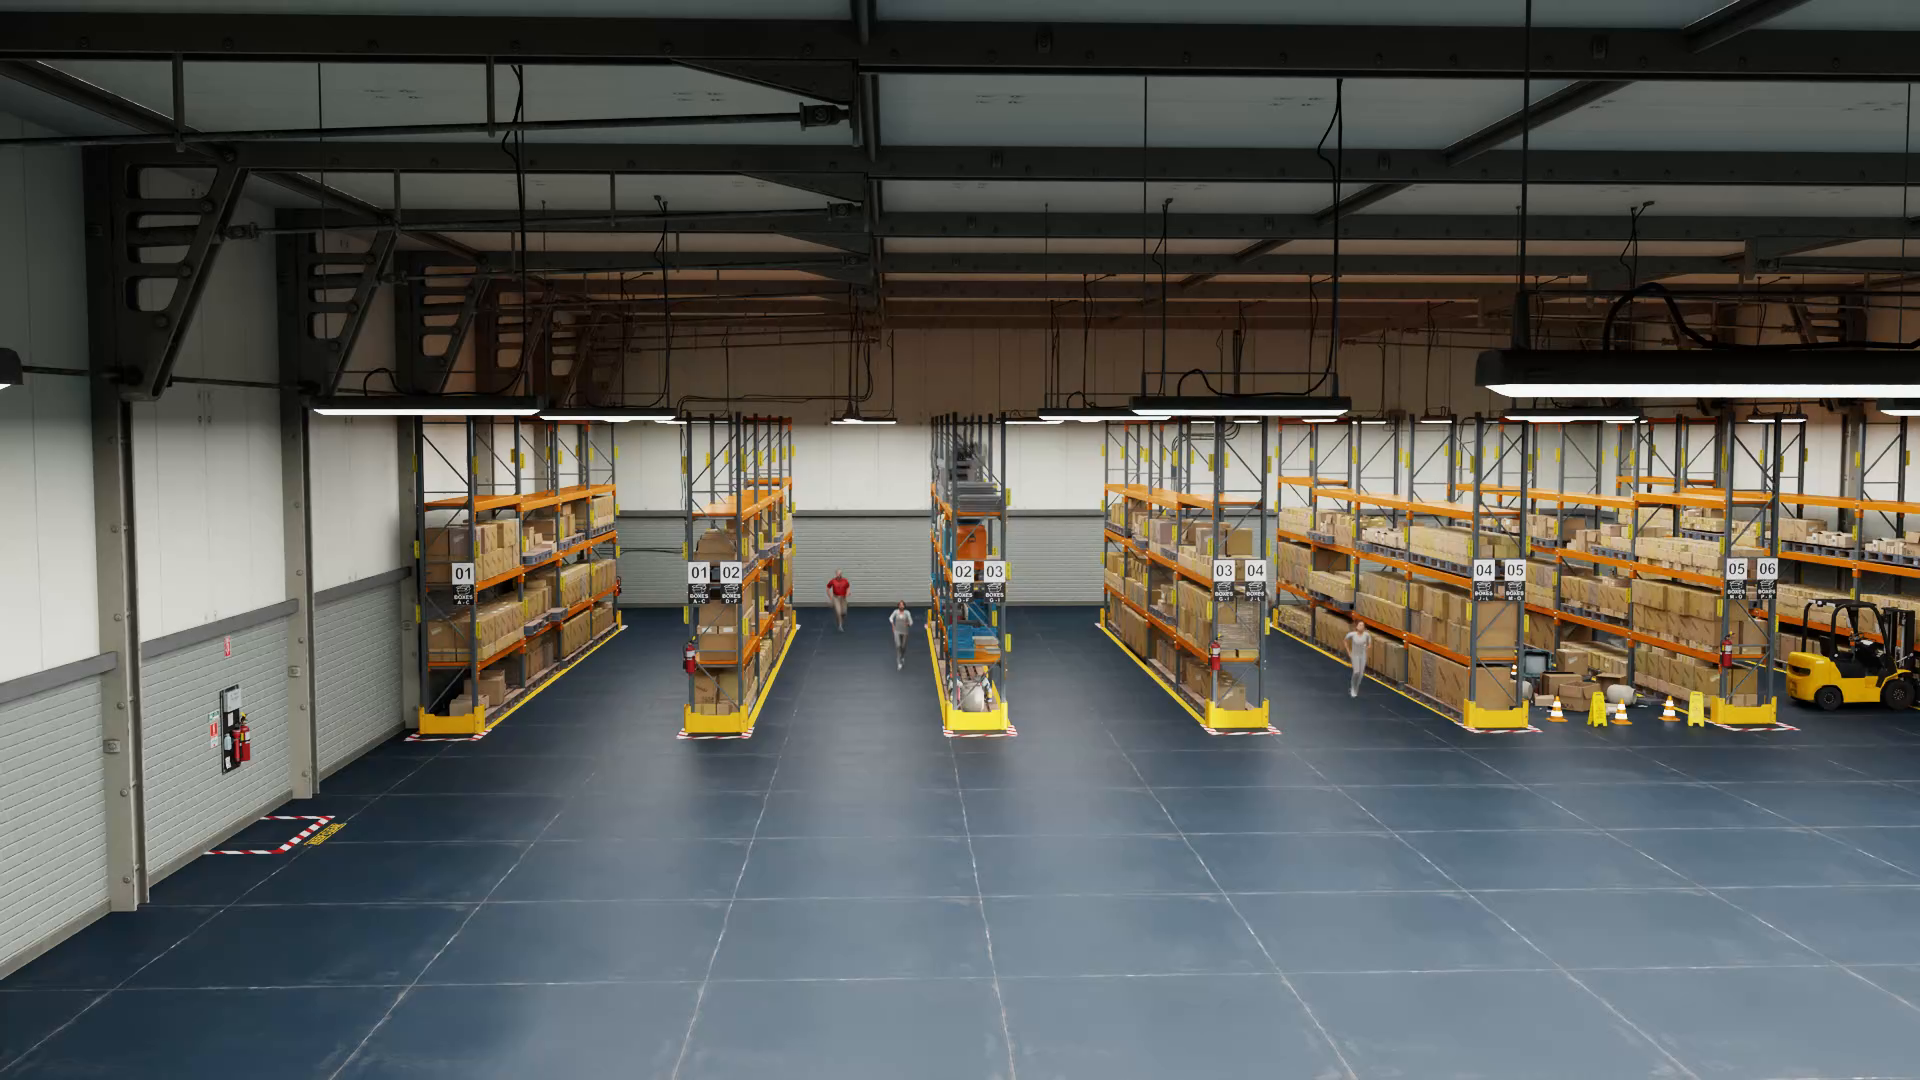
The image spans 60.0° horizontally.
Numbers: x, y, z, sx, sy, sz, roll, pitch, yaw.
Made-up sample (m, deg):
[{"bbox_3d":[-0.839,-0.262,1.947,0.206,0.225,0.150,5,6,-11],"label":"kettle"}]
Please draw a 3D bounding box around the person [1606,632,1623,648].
[{"bbox_3d":[16.185,2.070,40.905,0.641,1.733,0.622,0,4,-7],"label":"person"}]

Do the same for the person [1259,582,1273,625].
[{"bbox_3d":[8.055,1.885,44.361,0.583,1.688,0.684,0,4,-2],"label":"person"}]

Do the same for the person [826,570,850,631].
[{"bbox_3d":[-3.411,1.697,46.988,0.699,1.713,0.635,-2,4,-22],"label":"person"}]

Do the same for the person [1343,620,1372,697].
[{"bbox_3d":[8.416,2.500,35.113,0.556,1.636,0.694,0,4,-4],"label":"person"}]

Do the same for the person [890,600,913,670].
[{"bbox_3d":[-1.387,2.230,39.414,0.539,1.613,0.871,0,4,-5],"label":"person"}]
